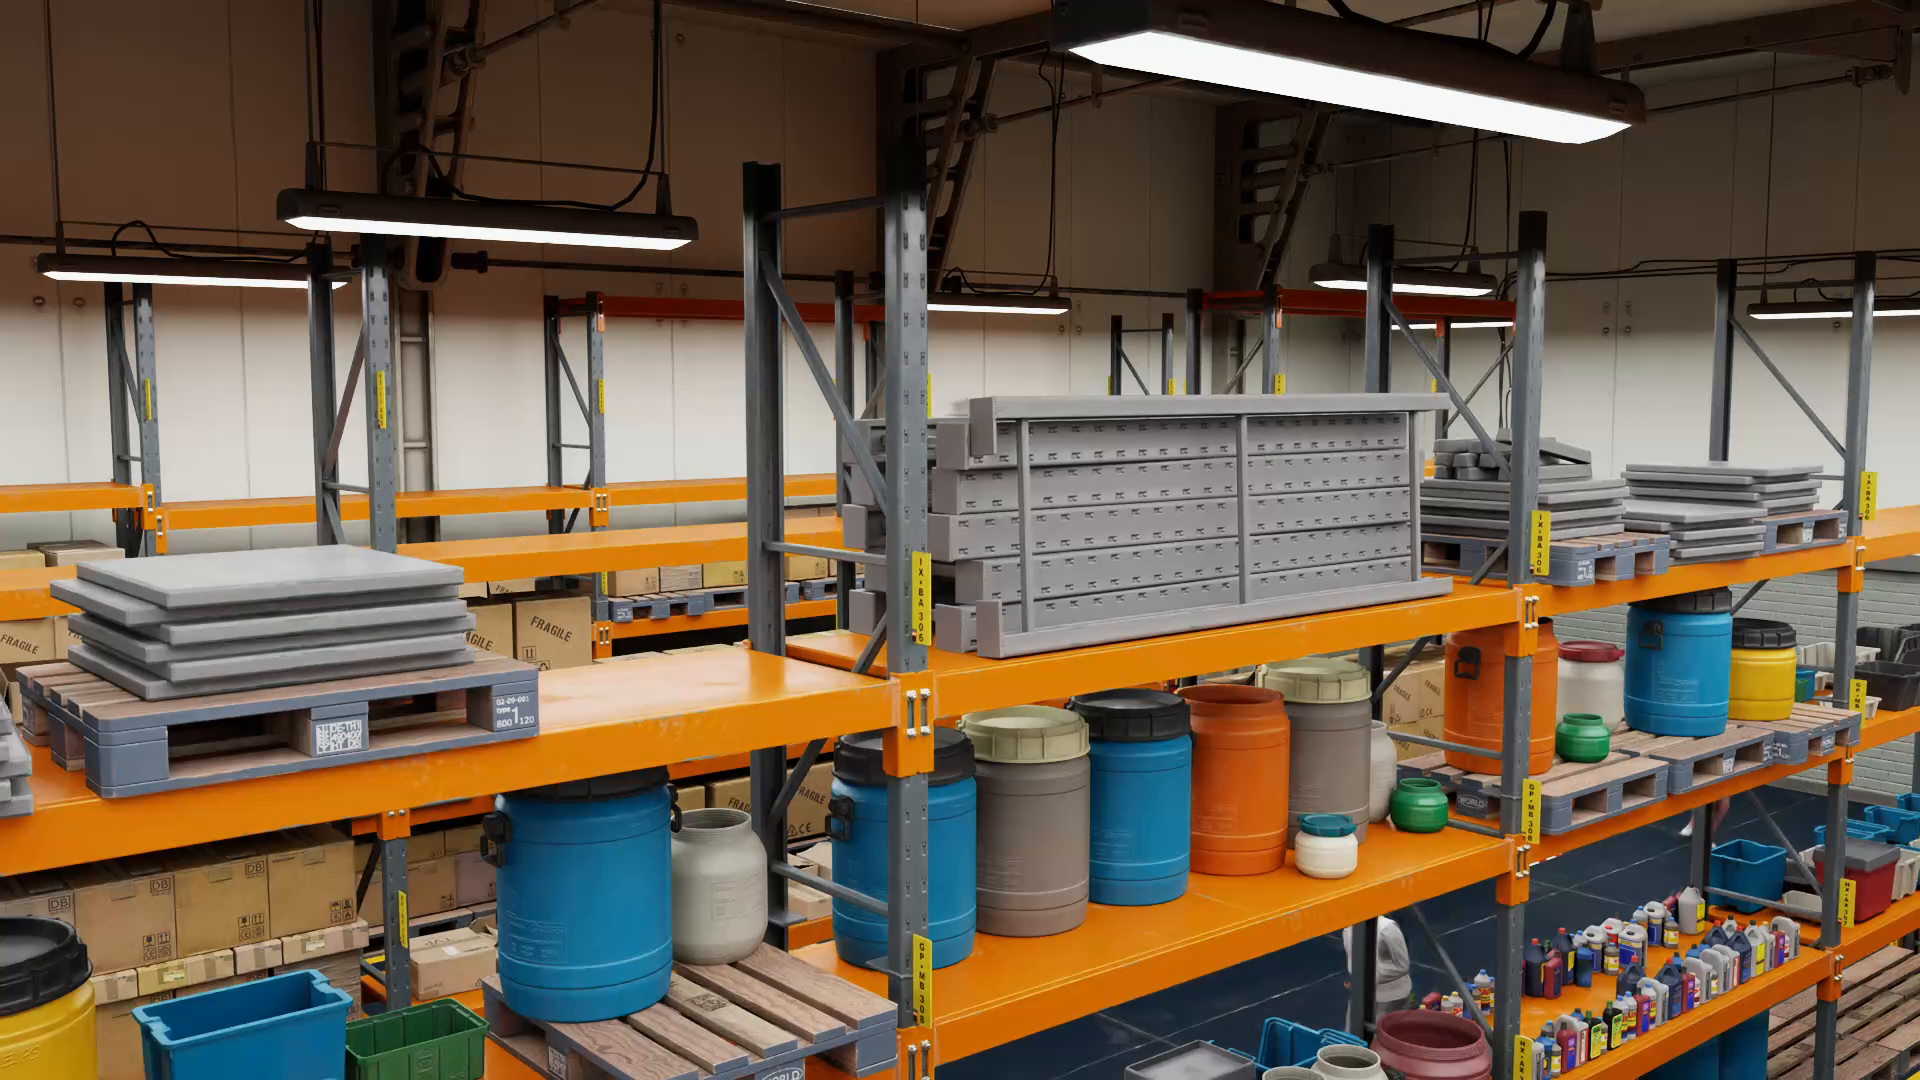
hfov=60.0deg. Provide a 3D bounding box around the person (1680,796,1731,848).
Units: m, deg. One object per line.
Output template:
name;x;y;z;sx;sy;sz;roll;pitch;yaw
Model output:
person;8.363;2.600;18.393;0.619;1.657;0.515;0;6;-3

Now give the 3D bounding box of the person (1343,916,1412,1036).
person;2.952;3.203;11.791;0.739;1.708;0.635;-5;7;-41
